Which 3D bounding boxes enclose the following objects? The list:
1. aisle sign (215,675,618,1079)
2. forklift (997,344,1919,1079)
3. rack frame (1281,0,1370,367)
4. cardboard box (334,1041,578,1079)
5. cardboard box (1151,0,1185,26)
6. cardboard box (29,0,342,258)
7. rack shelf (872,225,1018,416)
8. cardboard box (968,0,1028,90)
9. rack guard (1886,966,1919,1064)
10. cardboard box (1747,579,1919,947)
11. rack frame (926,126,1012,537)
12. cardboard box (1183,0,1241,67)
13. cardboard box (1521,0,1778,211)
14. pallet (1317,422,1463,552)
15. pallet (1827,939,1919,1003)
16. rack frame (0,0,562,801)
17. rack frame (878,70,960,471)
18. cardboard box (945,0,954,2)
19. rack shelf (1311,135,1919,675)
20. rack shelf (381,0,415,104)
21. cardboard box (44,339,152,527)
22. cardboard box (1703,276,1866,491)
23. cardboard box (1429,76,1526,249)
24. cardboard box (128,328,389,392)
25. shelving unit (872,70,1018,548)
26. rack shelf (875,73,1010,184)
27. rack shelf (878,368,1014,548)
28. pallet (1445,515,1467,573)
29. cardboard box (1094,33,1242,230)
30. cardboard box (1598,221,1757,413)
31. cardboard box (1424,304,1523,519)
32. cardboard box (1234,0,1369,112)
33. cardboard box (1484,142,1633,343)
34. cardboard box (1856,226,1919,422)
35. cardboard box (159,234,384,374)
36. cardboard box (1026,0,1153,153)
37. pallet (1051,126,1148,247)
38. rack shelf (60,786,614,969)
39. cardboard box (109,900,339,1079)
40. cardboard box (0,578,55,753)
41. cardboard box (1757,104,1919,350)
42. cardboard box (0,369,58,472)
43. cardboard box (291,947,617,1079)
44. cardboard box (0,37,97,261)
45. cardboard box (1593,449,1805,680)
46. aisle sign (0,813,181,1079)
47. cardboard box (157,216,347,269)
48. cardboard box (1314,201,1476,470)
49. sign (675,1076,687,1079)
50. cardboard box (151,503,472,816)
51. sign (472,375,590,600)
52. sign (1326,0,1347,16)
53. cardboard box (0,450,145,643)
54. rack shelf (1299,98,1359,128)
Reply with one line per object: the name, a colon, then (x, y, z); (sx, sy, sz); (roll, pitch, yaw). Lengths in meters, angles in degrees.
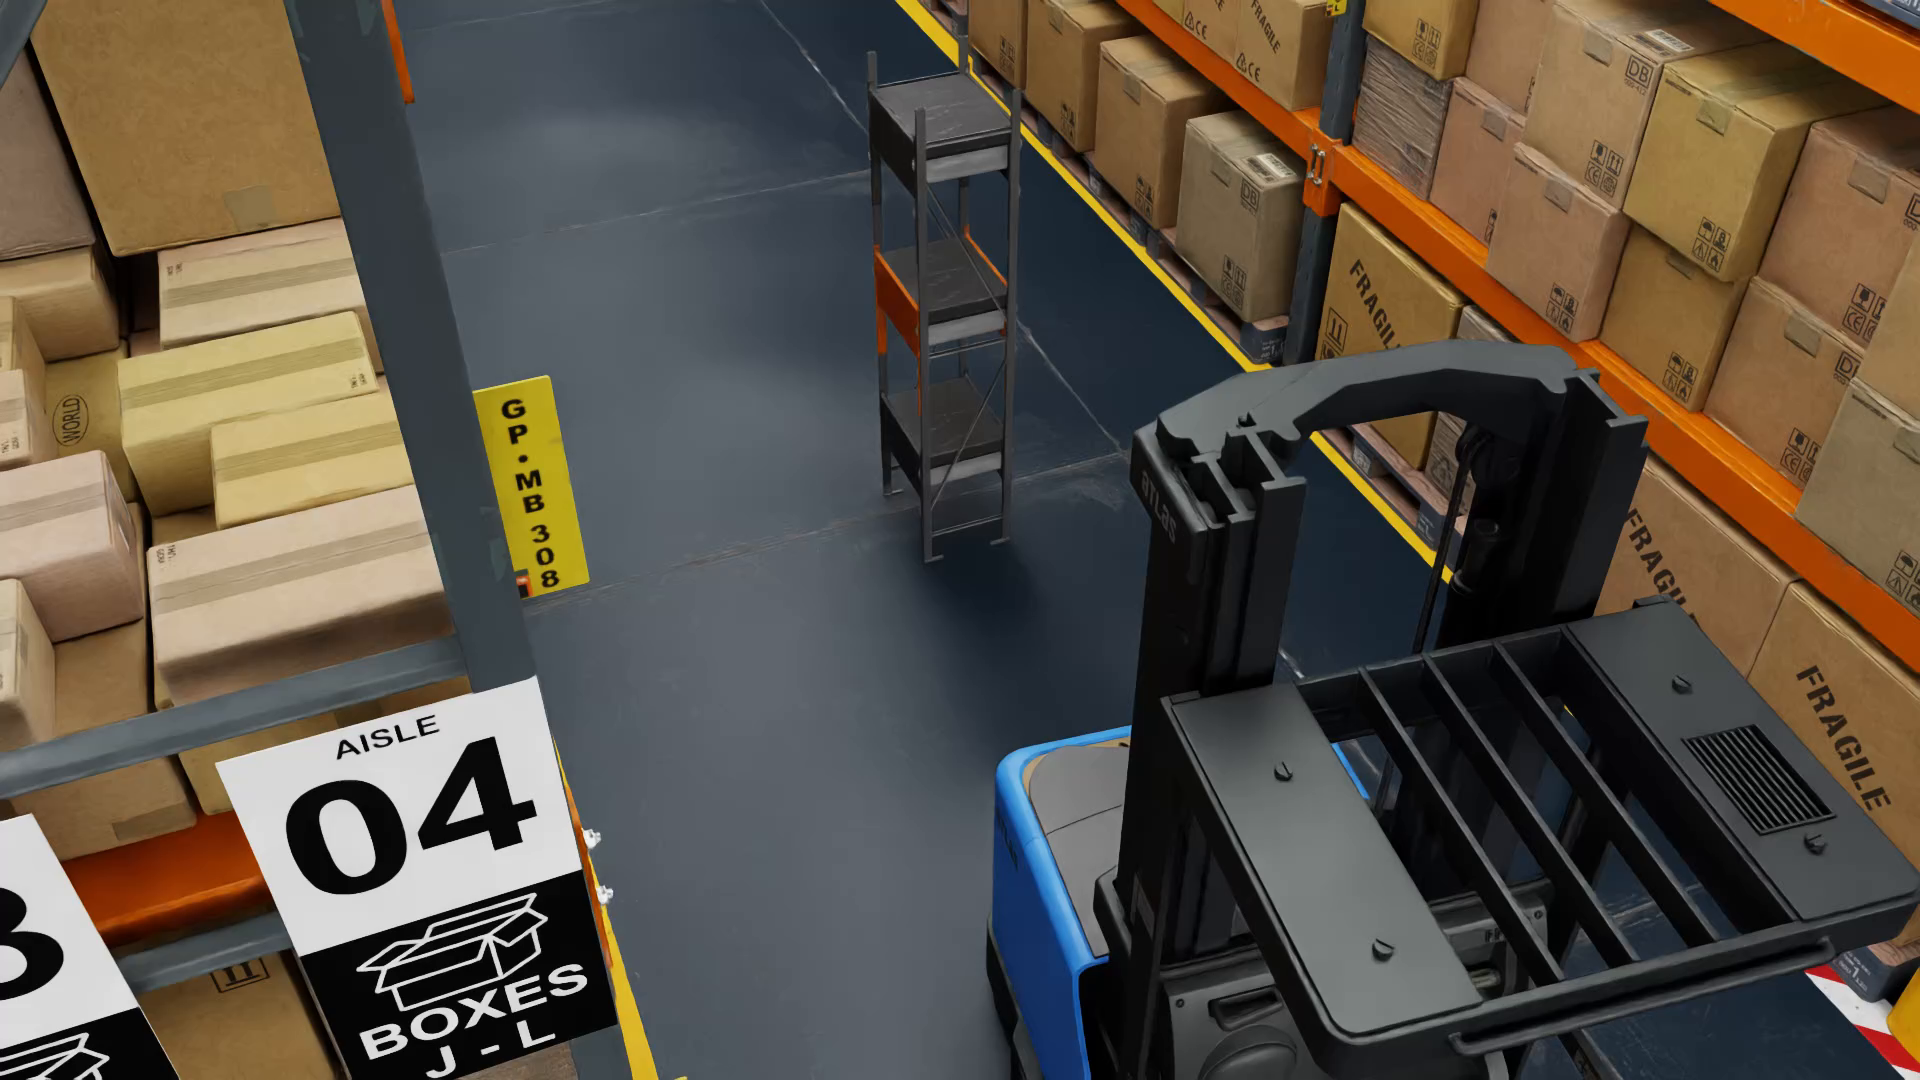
aisle sign: (-0.729, 0.523, 2.347); (0.394, 0.787, 0.004); (-15, 43, -17)
forklift: (0.970, 1.170, 3.642); (1.121, 2.935, 3.031); (-10, 42, -12)
rack frame: (2.061, -2.039, 7.321); (1.000, 3.000, 0.127); (-15, 43, -17)
cardboard box: (-1.215, 1.058, 3.415); (0.875, 0.500, 0.500); (-15, 43, -17)
cardboard box: (1.228, -2.934, 8.284); (0.500, 0.500, 0.500); (-15, 43, -16)
cardboard box: (-1.348, -0.893, 2.999); (0.500, 0.500, 0.500); (-15, 43, -17)
rack shelf: (-0.063, -0.886, 6.690); (0.431, 0.518, 0.480); (-15, 43, -17)
cardboard box: (0.680, -3.366, 10.267); (1.050, 0.750, 0.750); (-16, 43, -17)
rack guard: (3.601, 1.332, 5.317); (1.175, 0.500, 0.348); (-15, 43, -17)
cardboard box: (3.271, 0.624, 5.531); (0.875, 0.875, 0.875); (-15, 43, -17)
rack frame: (0.031, -0.749, 6.511); (0.380, 1.831, 0.006); (-15, 43, -17)
cardboard box: (1.421, -2.629, 7.930); (0.500, 0.500, 0.500); (-16, 43, -17)
cardboard box: (2.568, -1.613, 5.882); (0.875, 0.550, 0.550); (-15, 43, -17)
pallet: (2.280, -0.505, 7.675); (1.003, 0.211, 1.213); (-15, 43, -17)
pallet: (3.213, 0.965, 5.966); (1.003, 0.211, 1.213); (-15, 43, -17)
rack frame: (-1.030, -0.728, 1.195); (1.000, 3.000, 0.127); (-15, 43, -17)
rack frame: (-0.155, -1.043, 6.853); (0.380, 1.831, 0.006); (-15, 43, -17)
cardboard box: (0.037, -3.992, 11.186); (0.500, 0.500, 0.500); (-15, 43, -17)
rack shelf: (2.826, -0.562, 6.155); (1.077, 0.370, 4.000); (-15, 43, -17)
rack shelf: (-1.795, -1.659, 2.832); (1.077, 0.370, 4.000); (-15, 43, -17)
cardboard box: (-1.643, -0.061, 2.835); (0.500, 0.250, 0.500); (-15, 43, -17)
cardboard box: (3.079, -0.594, 5.525); (0.875, 0.550, 0.550); (-15, 43, -17)
cardboard box: (2.445, -1.551, 6.639); (0.875, 0.550, 0.550); (-15, 43, -17)
cardboard box: (-1.178, -0.198, 2.994); (0.500, 0.250, 0.500); (-16, 43, -18)
shelving unit: (5.281, -3.592, 7.404); (12.070, 5.092, 0.667); (-15, 43, -17)
rack shelf: (-0.063, -1.520, 6.145); (0.368, 0.174, 0.457); (-15, 43, -17)
rack shelf: (-0.063, -0.355, 7.147); (0.431, 0.518, 0.480); (-15, 43, -17)
pallet: (2.750, 0.231, 6.819); (1.003, 0.211, 1.213); (-15, 43, -17)
cardboard box: (1.375, -2.279, 9.003); (1.050, 0.750, 0.750); (-15, 43, -17)
cardboard box: (2.838, -0.902, 5.884); (0.875, 0.550, 0.500); (-15, 43, -17)
cardboard box: (2.585, -0.455, 6.786); (0.875, 0.875, 0.875); (-15, 43, -17)
cardboard box: (1.614, -2.325, 7.577); (0.500, 0.500, 0.500); (-15, 43, -17)
cardboard box: (2.542, -1.197, 6.226); (0.875, 0.550, 0.550); (-15, 43, -17)
cardboard box: (3.190, -0.638, 4.748); (0.875, 0.550, 0.550); (-15, 43, -17)
cardboard box: (-1.180, -0.392, 2.914); (0.380, 0.149, 0.250); (-13, 42, -15)
cardboard box: (1.018, -2.840, 9.656); (1.050, 0.750, 0.750); (-14, 43, -16)
pallet: (1.226, -2.164, 9.605); (1.003, 0.211, 1.213); (-15, 43, -17)
rack shelf: (-1.795, -0.523, 3.808); (1.077, 0.370, 4.000); (-15, 43, -17)
cardboard box: (-1.808, 0.653, 4.451); (1.144, 2.239, 2.984); (-3, 41, -3)
cardboard box: (-1.424, 0.226, 2.196); (0.380, 0.149, 0.250); (-15, 43, -17)
cardboard box: (3.101, -1.009, 5.179); (0.875, 0.550, 0.550); (-15, 43, -17)
cardboard box: (-1.621, -0.098, 2.572); (0.380, 0.149, 0.250); (-17, 43, -19)
cardboard box: (-0.988, 0.617, 3.160); (0.500, 0.500, 0.500); (-15, 43, -17)
cardboard box: (-1.857, -0.802, 2.893); (0.500, 0.500, 0.500); (-15, 43, -17)
cardboard box: (2.932, 0.095, 6.147); (0.875, 0.875, 0.875); (-16, 43, -18)
aisle sign: (-1.283, 0.673, 2.173); (0.394, 0.787, 0.004); (-15, 43, -17)
cardboard box: (-1.269, -0.540, 3.085); (0.380, 0.149, 0.250); (-15, 43, -17)
cardboard box: (2.237, -0.997, 7.416); (0.875, 0.875, 0.875); (-14, 43, -16)
sign: (-0.528, 1.083, 3.026); (0.100, 0.325, 0.005); (-15, 43, -17)
cardboard box: (-0.975, 0.111, 2.634); (0.500, 0.250, 0.500); (-14, 43, -16)
sign: (-0.528, -0.058, 2.045); (0.100, 0.325, 0.005); (-15, 43, -17)
sign: (1.563, -2.307, 6.805); (0.100, 0.325, 0.005); (-15, 43, -17)
cardboard box: (-1.415, 0.039, 2.412); (0.380, 0.149, 0.250); (-16, 43, -18)
rack shelf: (1.296, -3.046, 8.893); (0.919, 0.124, 3.809); (-15, 43, -17)
